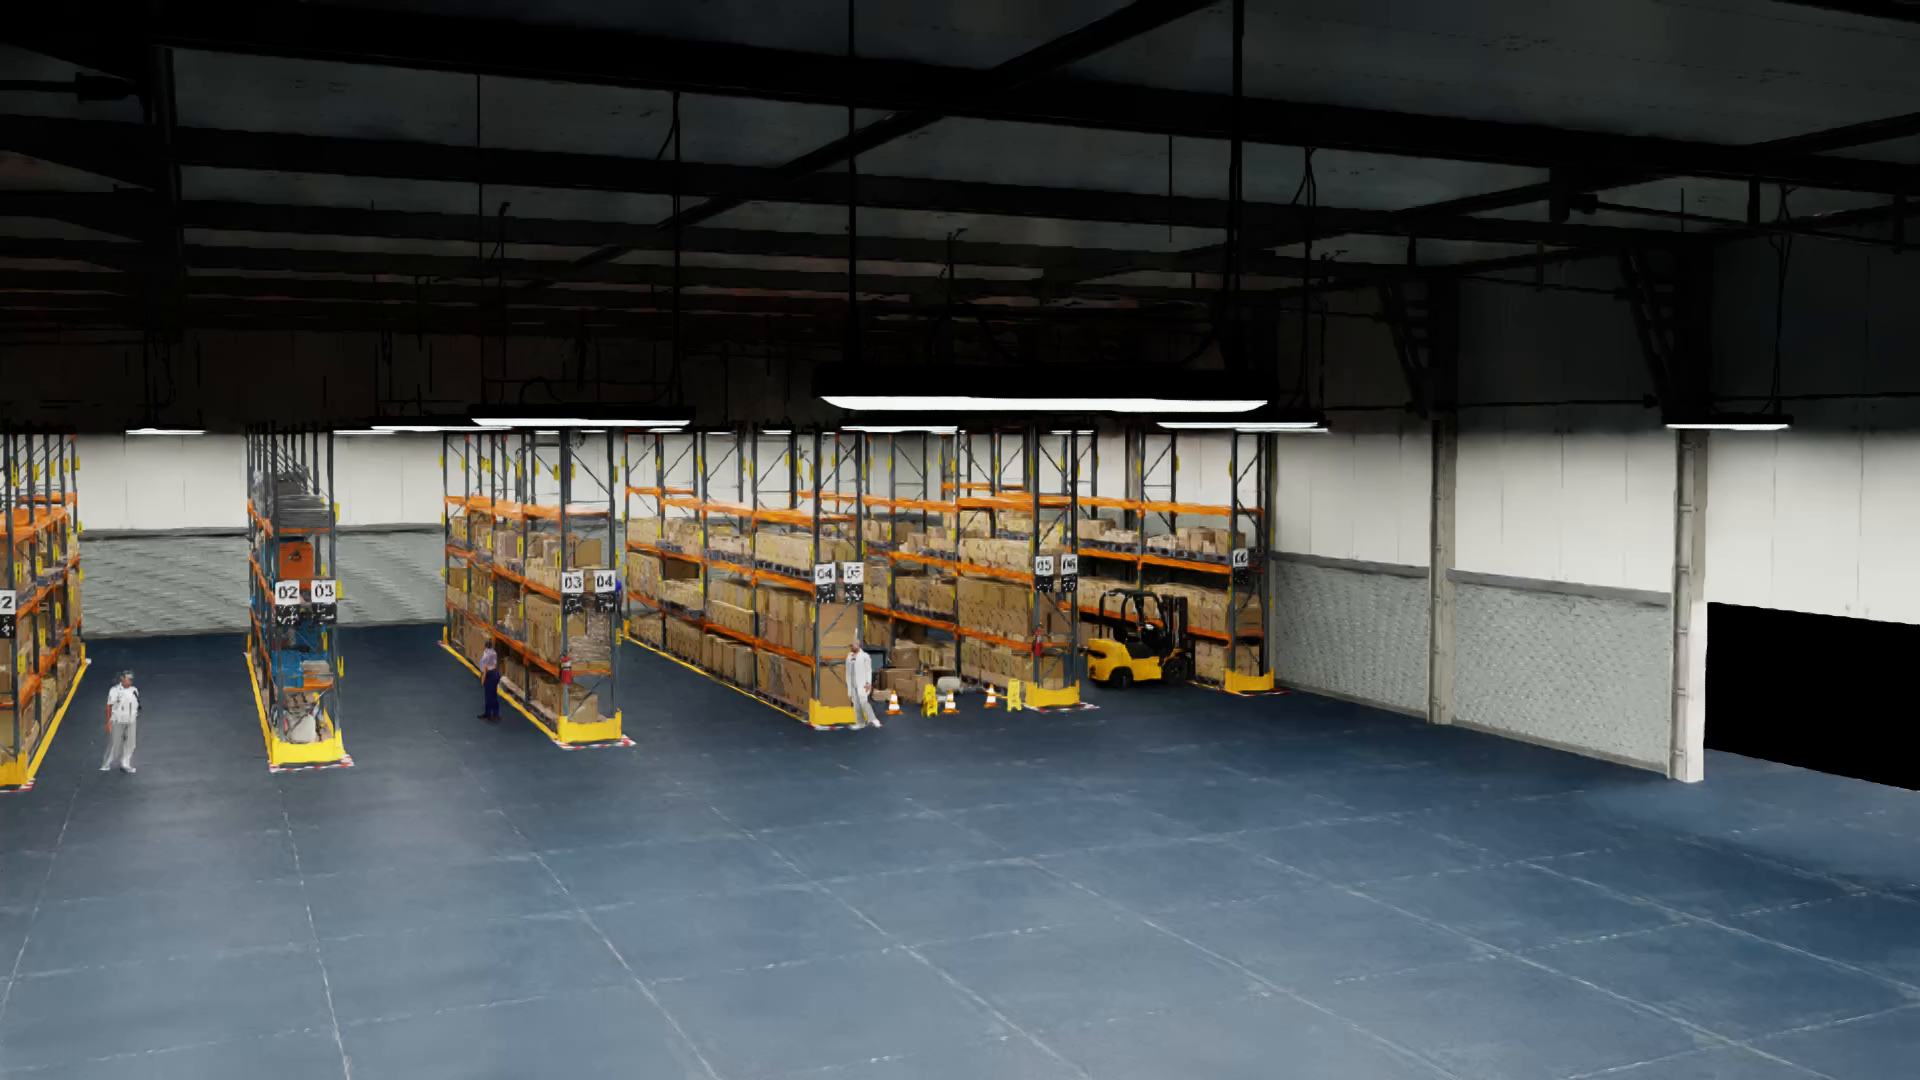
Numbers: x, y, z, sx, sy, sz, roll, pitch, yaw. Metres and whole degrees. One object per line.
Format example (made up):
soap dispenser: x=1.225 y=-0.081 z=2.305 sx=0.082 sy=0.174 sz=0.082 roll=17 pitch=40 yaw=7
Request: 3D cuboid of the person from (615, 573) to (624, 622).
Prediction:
person: x=-10.493 y=1.756 z=50.683 sx=0.505 sy=1.591 sz=0.939 roll=0 pitch=4 yaw=-3

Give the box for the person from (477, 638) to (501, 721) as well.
person: x=-9.503 y=2.797 z=33.490 sx=0.560 sy=1.640 sz=0.612 roll=0 pitch=4 yaw=1

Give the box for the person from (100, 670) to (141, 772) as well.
person: x=-14.334 y=3.080 z=28.347 sx=0.578 sy=1.747 sz=0.595 roll=2 pitch=4 yaw=29

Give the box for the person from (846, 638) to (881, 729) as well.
person: x=-1.922 y=2.799 z=32.406 sx=0.759 sy=1.771 sz=0.529 roll=2 pitch=4 yaw=31

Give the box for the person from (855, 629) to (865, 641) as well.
person: x=-2.568 y=2.267 z=40.839 sx=0.649 sy=1.772 sz=0.463 roll=3 pitch=4 yaw=36
